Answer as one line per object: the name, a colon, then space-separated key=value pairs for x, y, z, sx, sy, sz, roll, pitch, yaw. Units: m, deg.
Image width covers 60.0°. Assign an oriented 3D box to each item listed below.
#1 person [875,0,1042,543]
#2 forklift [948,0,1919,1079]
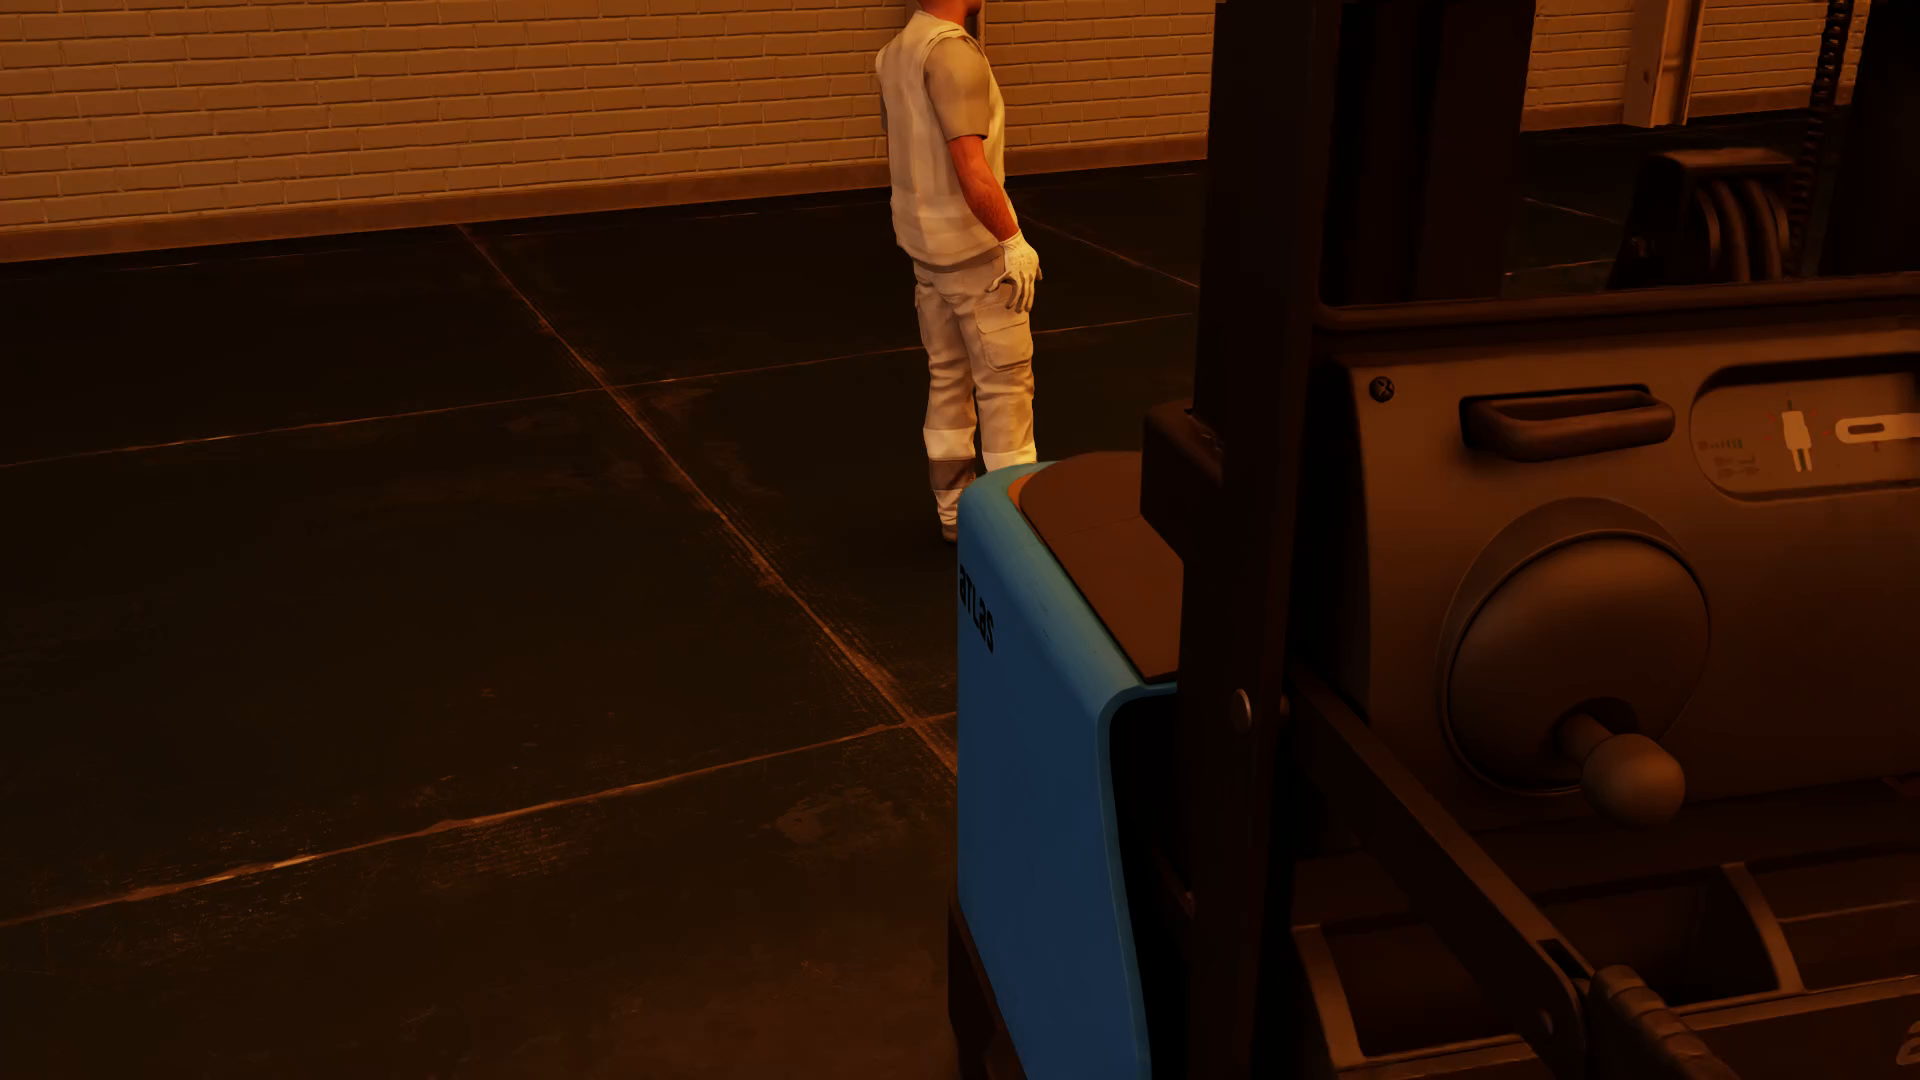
person: x=0.078 y=-0.842 z=4.781 sx=0.564 sy=1.787 sz=0.637 roll=-10 pitch=25 yaw=-23
forklift: x=0.812 y=0.031 z=1.212 sx=1.130 sy=2.935 sz=3.031 roll=-5 pitch=23 yaw=-12
